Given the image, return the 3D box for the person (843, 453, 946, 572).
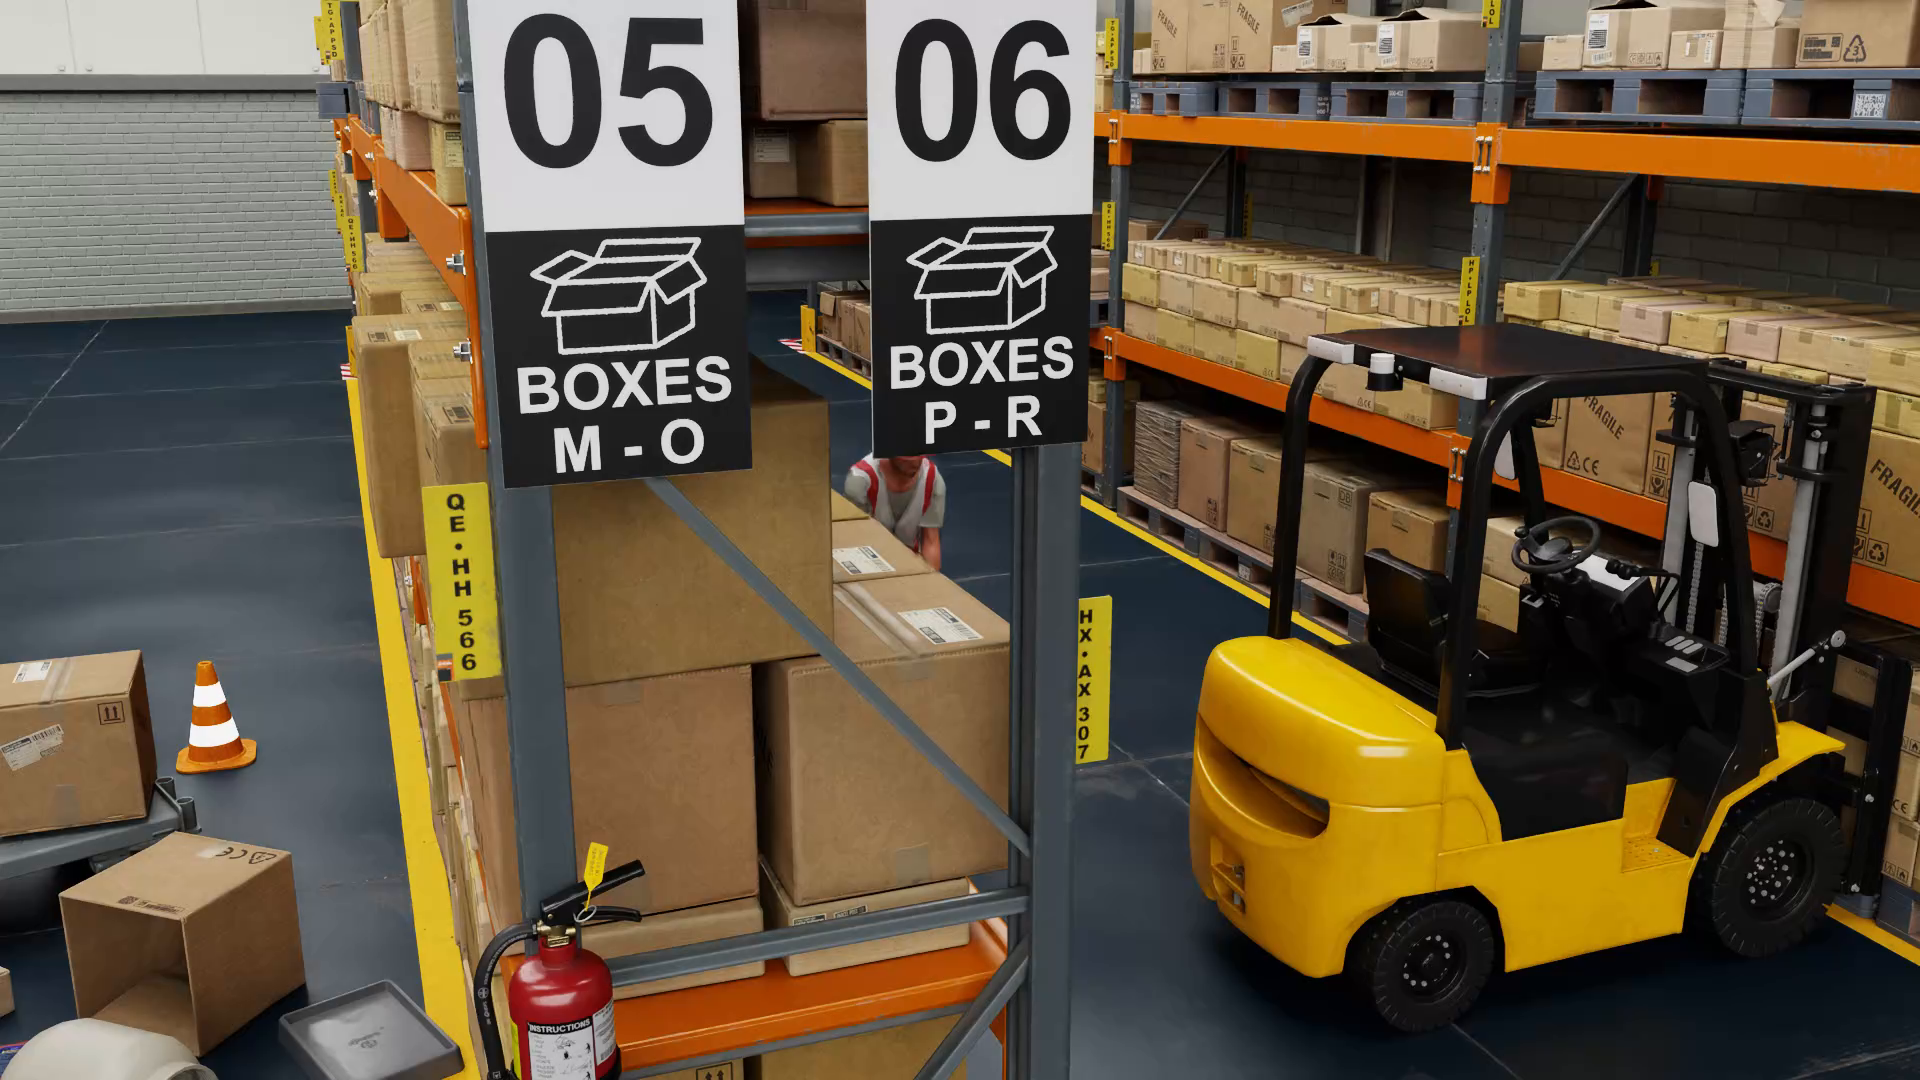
[{"bbox_3d":[-0.303,0.199,7.477,0.483,1.671,0.687,-6,17,-21],"label":"person"}]
